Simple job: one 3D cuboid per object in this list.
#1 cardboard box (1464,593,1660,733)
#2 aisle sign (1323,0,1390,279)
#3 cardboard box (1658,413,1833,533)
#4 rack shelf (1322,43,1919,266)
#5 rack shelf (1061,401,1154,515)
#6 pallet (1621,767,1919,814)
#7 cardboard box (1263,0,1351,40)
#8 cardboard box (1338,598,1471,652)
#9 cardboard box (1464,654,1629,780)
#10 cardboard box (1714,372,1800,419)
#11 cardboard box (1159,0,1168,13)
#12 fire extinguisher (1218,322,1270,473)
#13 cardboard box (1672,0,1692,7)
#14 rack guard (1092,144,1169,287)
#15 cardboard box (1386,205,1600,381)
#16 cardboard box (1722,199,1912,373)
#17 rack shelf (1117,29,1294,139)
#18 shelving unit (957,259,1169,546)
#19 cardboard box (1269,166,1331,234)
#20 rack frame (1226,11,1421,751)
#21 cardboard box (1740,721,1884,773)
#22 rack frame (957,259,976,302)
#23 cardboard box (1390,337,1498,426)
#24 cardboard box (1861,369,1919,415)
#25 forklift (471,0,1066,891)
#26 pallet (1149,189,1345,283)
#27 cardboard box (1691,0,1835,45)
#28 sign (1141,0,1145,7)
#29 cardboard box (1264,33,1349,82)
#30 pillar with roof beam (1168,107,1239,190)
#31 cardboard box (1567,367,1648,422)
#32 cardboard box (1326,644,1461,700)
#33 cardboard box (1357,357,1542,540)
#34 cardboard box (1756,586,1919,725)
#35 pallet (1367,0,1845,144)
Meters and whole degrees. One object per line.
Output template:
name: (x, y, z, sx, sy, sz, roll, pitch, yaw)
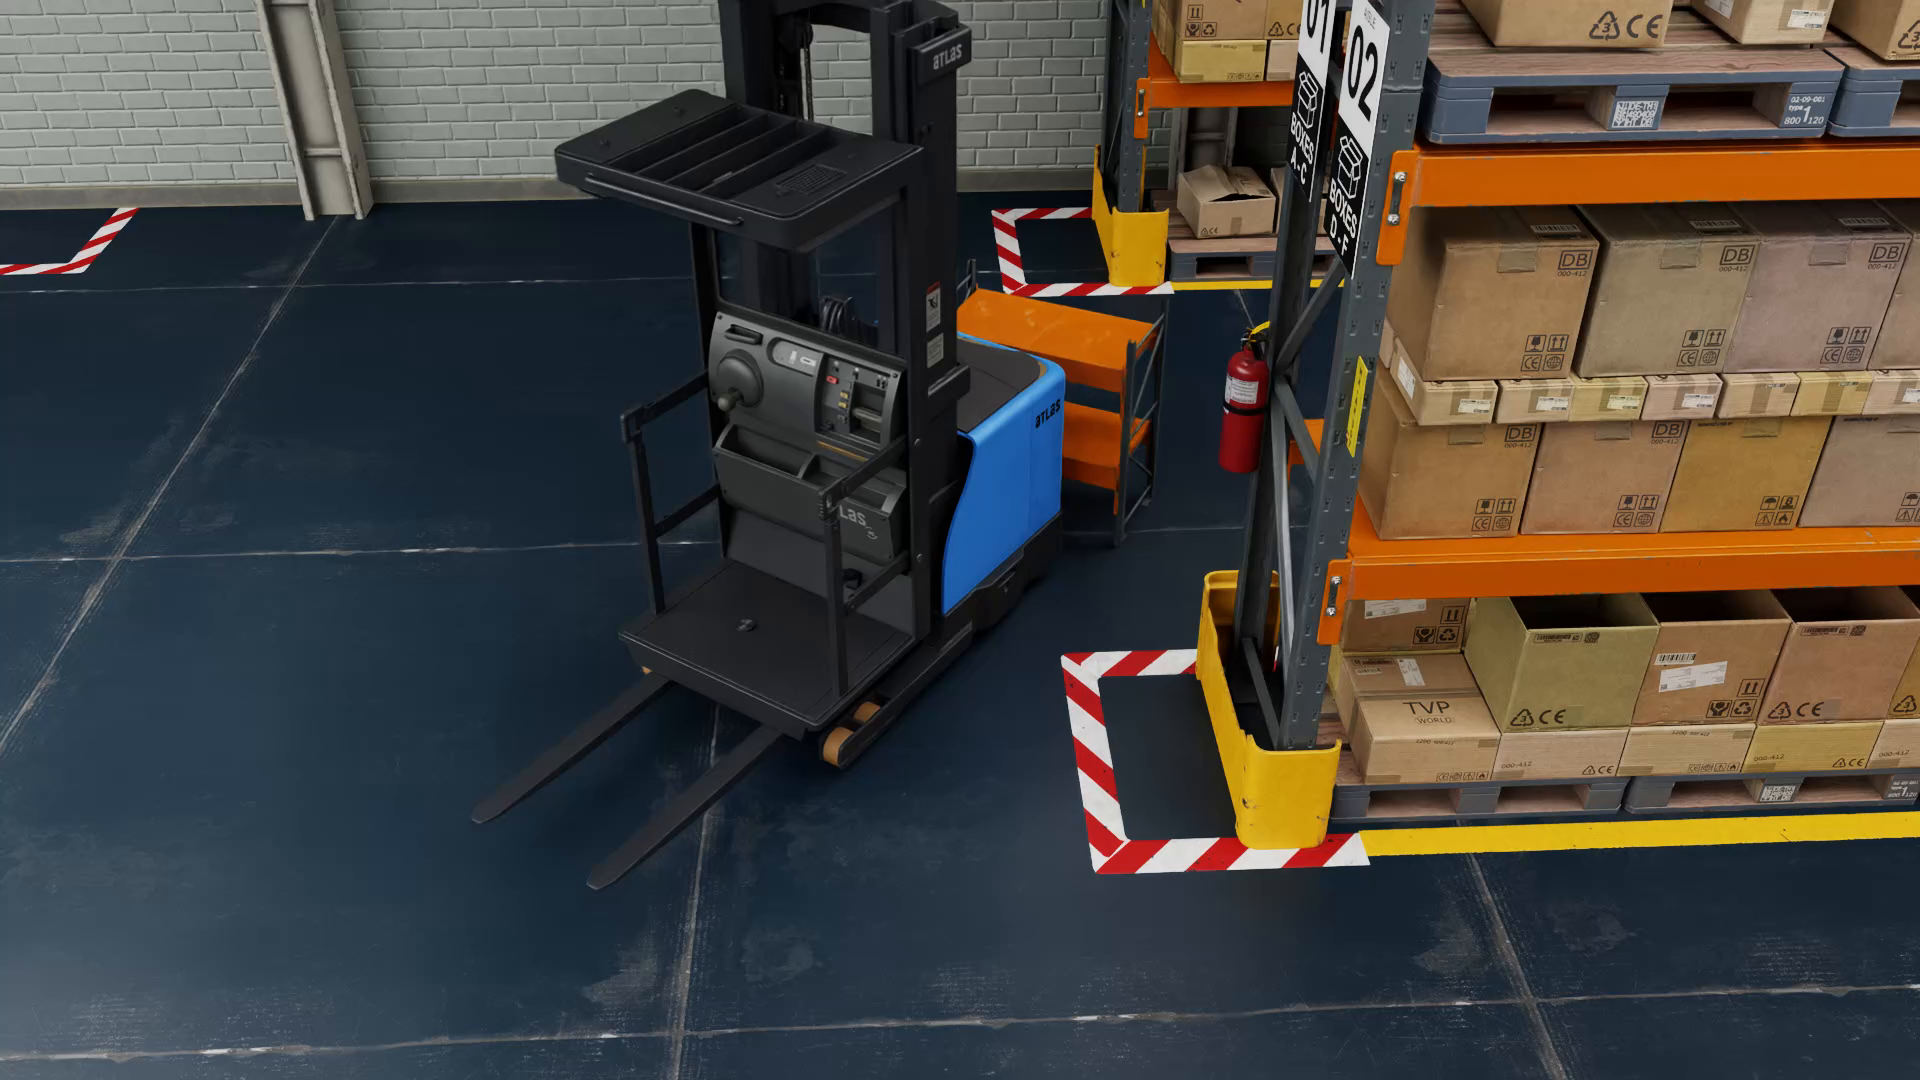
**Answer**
cardboard box: (2.314, 0.388, 6.442, 0.500, 0.500, 0.500, -2, 35, -2)
aisle sign: (1.217, -1.252, 5.139, 0.004, 0.787, 0.394, -2, 35, -2)
cardboard box: (2.756, -0.432, 6.151, 0.500, 0.500, 0.700, -1, 35, -2)
rack shelf: (3.266, -1.351, 5.562, 4.000, 0.370, 1.077, -2, 35, -2)
rack shelf: (0.421, -0.485, 8.392, 1.000, 0.278, 0.538, 15, 37, 20)
pallet: (3.246, 0.712, 7.036, 1.213, 0.211, 1.003, -2, 35, -2)
cardboard box: (2.015, -3.279, 9.808, 0.500, 0.500, 0.500, -1, 35, -2)
cardboard box: (1.790, 0.107, 6.848, 0.500, 0.500, 0.500, -2, 35, -2)
cardboard box: (2.314, 0.695, 6.657, 0.500, 0.250, 0.500, -2, 35, -2)
cardboard box: (2.702, -0.584, 5.800, 0.250, 0.149, 0.380, -3, 35, -4)
cardboard box: (1.491, -3.563, 10.218, 0.500, 0.500, 0.500, -2, 35, -3)
fire extinguisher: (1.128, -0.588, 6.532, 0.183, 0.674, 0.296, -2, 35, -2)
cardboard box: (2.406, -1.942, 5.424, 0.500, 0.250, 0.500, -2, 35, -2)
rack guard: (1.106, -2.149, 10.916, 0.348, 0.500, 1.175, -2, 35, -2)
cardboard box: (1.788, -0.940, 5.745, 0.500, 0.500, 0.700, -1, 35, -2)
cardboard box: (2.817, -0.972, 5.790, 0.500, 0.500, 0.700, -1, 35, -2)
rack shelf: (3.028, -2.933, 10.484, 4.000, 0.370, 1.077, -2, 35, -2)
shelving unit: (0.421, -0.686, 8.253, 1.048, 1.125, 0.538, 15, 37, 20)
cardboard box: (2.295, -2.233, 10.817, 0.500, 0.311, 0.500, 1, 35, 2)
rack frame: (1.268, -0.359, 6.133, 0.127, 3.000, 1.000, -2, 35, -2)
cardboard box: (3.313, 0.671, 6.691, 0.500, 0.250, 0.500, -2, 35, -2)
rack frame: (-0.040, -0.808, 8.430, 0.032, 1.125, 0.500, 15, 37, 20)
cardboard box: (1.671, -0.555, 5.758, 0.250, 0.149, 0.380, -2, 35, -3)
cardboard box: (3.206, -0.596, 5.817, 0.250, 0.149, 0.380, -1, 35, -2)
forklift: (-0.745, -0.573, 6.503, 1.130, 2.935, 3.031, 21, 40, 27)
pallet: (1.919, -2.032, 11.001, 1.213, 0.211, 1.003, -2, 35, -2)
cardboard box: (2.452, -1.651, 5.092, 0.250, 0.149, 0.380, -2, 35, -2)
sign: (1.056, -3.222, 9.510, 0.005, 0.325, 0.100, -2, 35, -2)
cardboard box: (2.051, -2.976, 10.029, 0.500, 0.250, 0.500, -3, 35, -4)
pillar with roof beam: (1.892, -3.705, 5.696, 0.400, 9.000, 9.100, -2, 35, -2)
cardboard box: (2.183, -0.570, 5.779, 0.250, 0.149, 0.380, -1, 35, -2)
cardboard box: (1.790, 0.417, 7.059, 0.500, 0.250, 0.500, -2, 35, -2)
cardboard box: (1.735, -0.405, 6.112, 0.500, 0.500, 0.700, -2, 35, -2)
cardboard box: (3.313, 0.364, 6.477, 0.500, 0.500, 0.500, -2, 35, -2)
pallet: (1.976, -1.560, 5.311, 1.213, 0.211, 1.003, -2, 35, -2)
